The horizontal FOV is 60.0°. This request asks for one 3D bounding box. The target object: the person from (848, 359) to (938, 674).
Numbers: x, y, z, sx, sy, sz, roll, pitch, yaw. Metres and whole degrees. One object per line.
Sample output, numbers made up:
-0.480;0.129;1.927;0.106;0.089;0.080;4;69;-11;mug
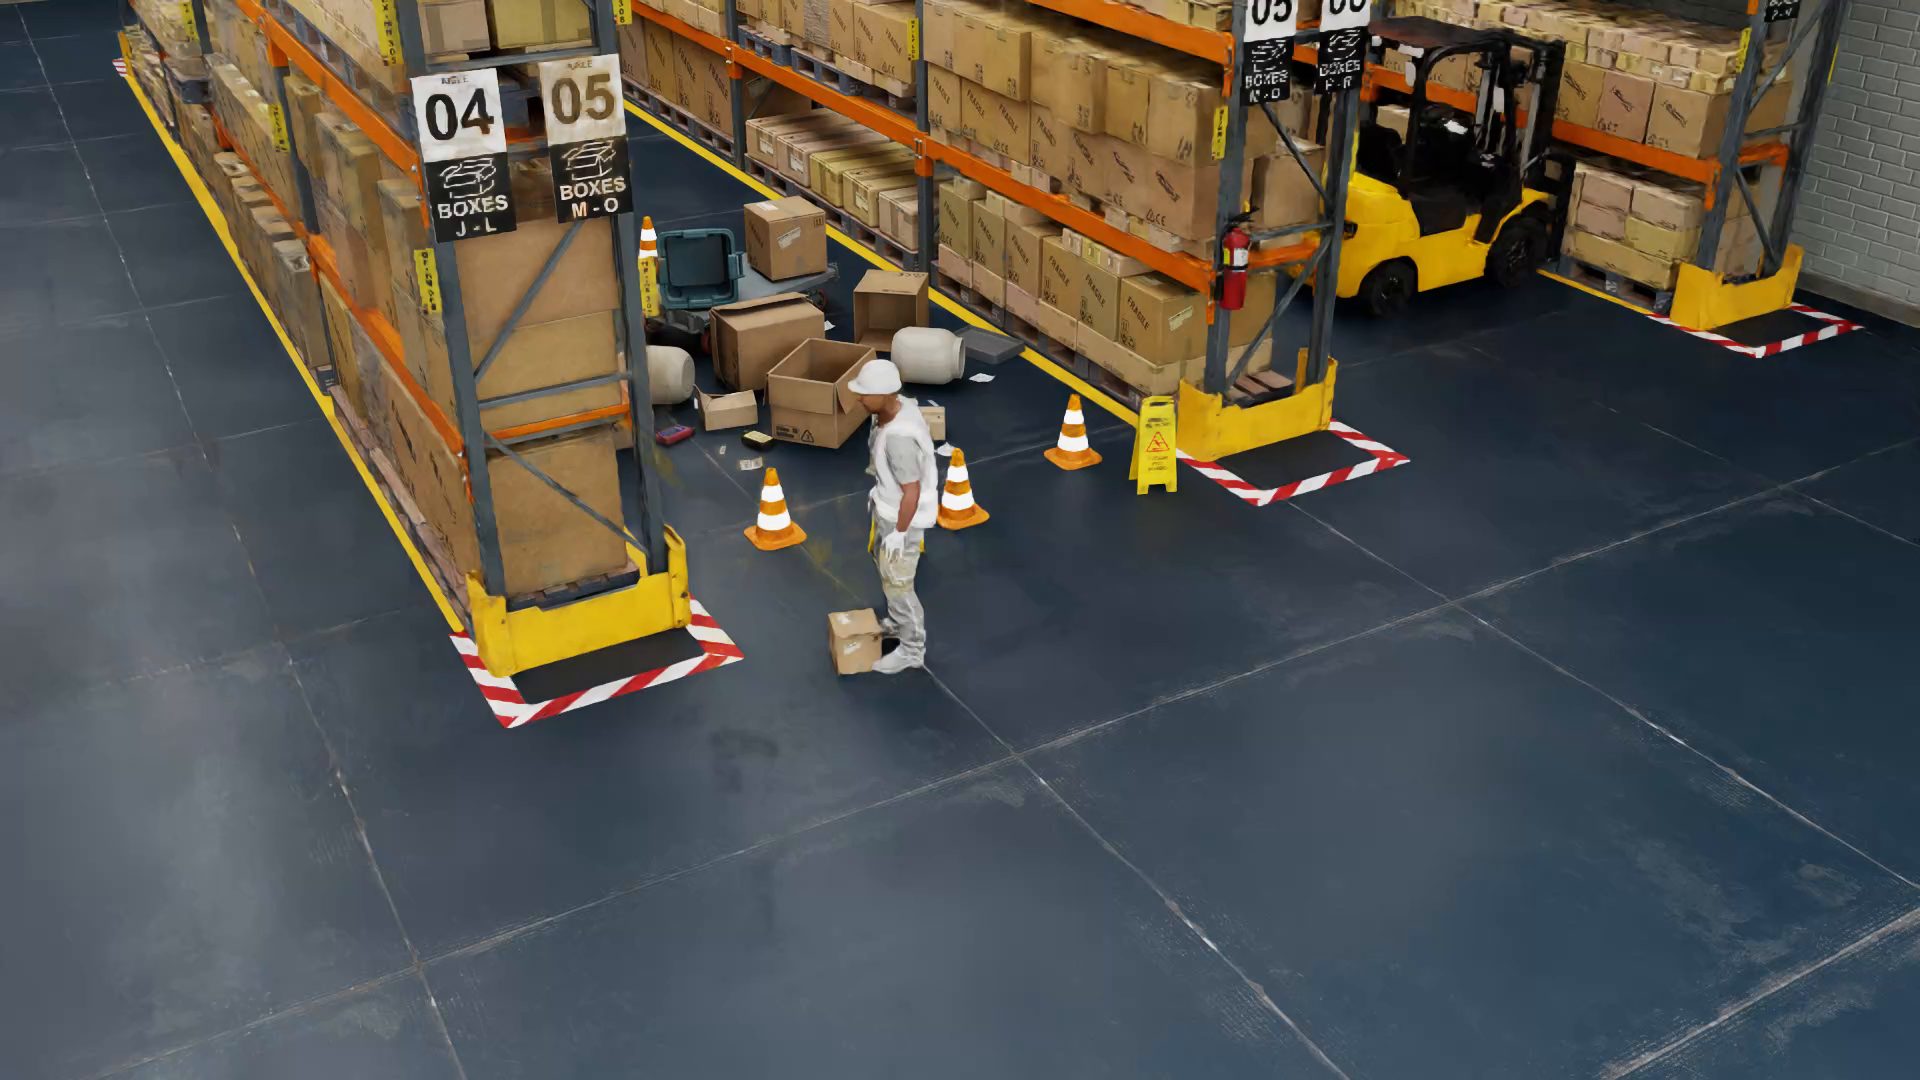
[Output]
-0.352;-0.142;8.813;0.446;1.775;0.618;-6;29;-10;person
